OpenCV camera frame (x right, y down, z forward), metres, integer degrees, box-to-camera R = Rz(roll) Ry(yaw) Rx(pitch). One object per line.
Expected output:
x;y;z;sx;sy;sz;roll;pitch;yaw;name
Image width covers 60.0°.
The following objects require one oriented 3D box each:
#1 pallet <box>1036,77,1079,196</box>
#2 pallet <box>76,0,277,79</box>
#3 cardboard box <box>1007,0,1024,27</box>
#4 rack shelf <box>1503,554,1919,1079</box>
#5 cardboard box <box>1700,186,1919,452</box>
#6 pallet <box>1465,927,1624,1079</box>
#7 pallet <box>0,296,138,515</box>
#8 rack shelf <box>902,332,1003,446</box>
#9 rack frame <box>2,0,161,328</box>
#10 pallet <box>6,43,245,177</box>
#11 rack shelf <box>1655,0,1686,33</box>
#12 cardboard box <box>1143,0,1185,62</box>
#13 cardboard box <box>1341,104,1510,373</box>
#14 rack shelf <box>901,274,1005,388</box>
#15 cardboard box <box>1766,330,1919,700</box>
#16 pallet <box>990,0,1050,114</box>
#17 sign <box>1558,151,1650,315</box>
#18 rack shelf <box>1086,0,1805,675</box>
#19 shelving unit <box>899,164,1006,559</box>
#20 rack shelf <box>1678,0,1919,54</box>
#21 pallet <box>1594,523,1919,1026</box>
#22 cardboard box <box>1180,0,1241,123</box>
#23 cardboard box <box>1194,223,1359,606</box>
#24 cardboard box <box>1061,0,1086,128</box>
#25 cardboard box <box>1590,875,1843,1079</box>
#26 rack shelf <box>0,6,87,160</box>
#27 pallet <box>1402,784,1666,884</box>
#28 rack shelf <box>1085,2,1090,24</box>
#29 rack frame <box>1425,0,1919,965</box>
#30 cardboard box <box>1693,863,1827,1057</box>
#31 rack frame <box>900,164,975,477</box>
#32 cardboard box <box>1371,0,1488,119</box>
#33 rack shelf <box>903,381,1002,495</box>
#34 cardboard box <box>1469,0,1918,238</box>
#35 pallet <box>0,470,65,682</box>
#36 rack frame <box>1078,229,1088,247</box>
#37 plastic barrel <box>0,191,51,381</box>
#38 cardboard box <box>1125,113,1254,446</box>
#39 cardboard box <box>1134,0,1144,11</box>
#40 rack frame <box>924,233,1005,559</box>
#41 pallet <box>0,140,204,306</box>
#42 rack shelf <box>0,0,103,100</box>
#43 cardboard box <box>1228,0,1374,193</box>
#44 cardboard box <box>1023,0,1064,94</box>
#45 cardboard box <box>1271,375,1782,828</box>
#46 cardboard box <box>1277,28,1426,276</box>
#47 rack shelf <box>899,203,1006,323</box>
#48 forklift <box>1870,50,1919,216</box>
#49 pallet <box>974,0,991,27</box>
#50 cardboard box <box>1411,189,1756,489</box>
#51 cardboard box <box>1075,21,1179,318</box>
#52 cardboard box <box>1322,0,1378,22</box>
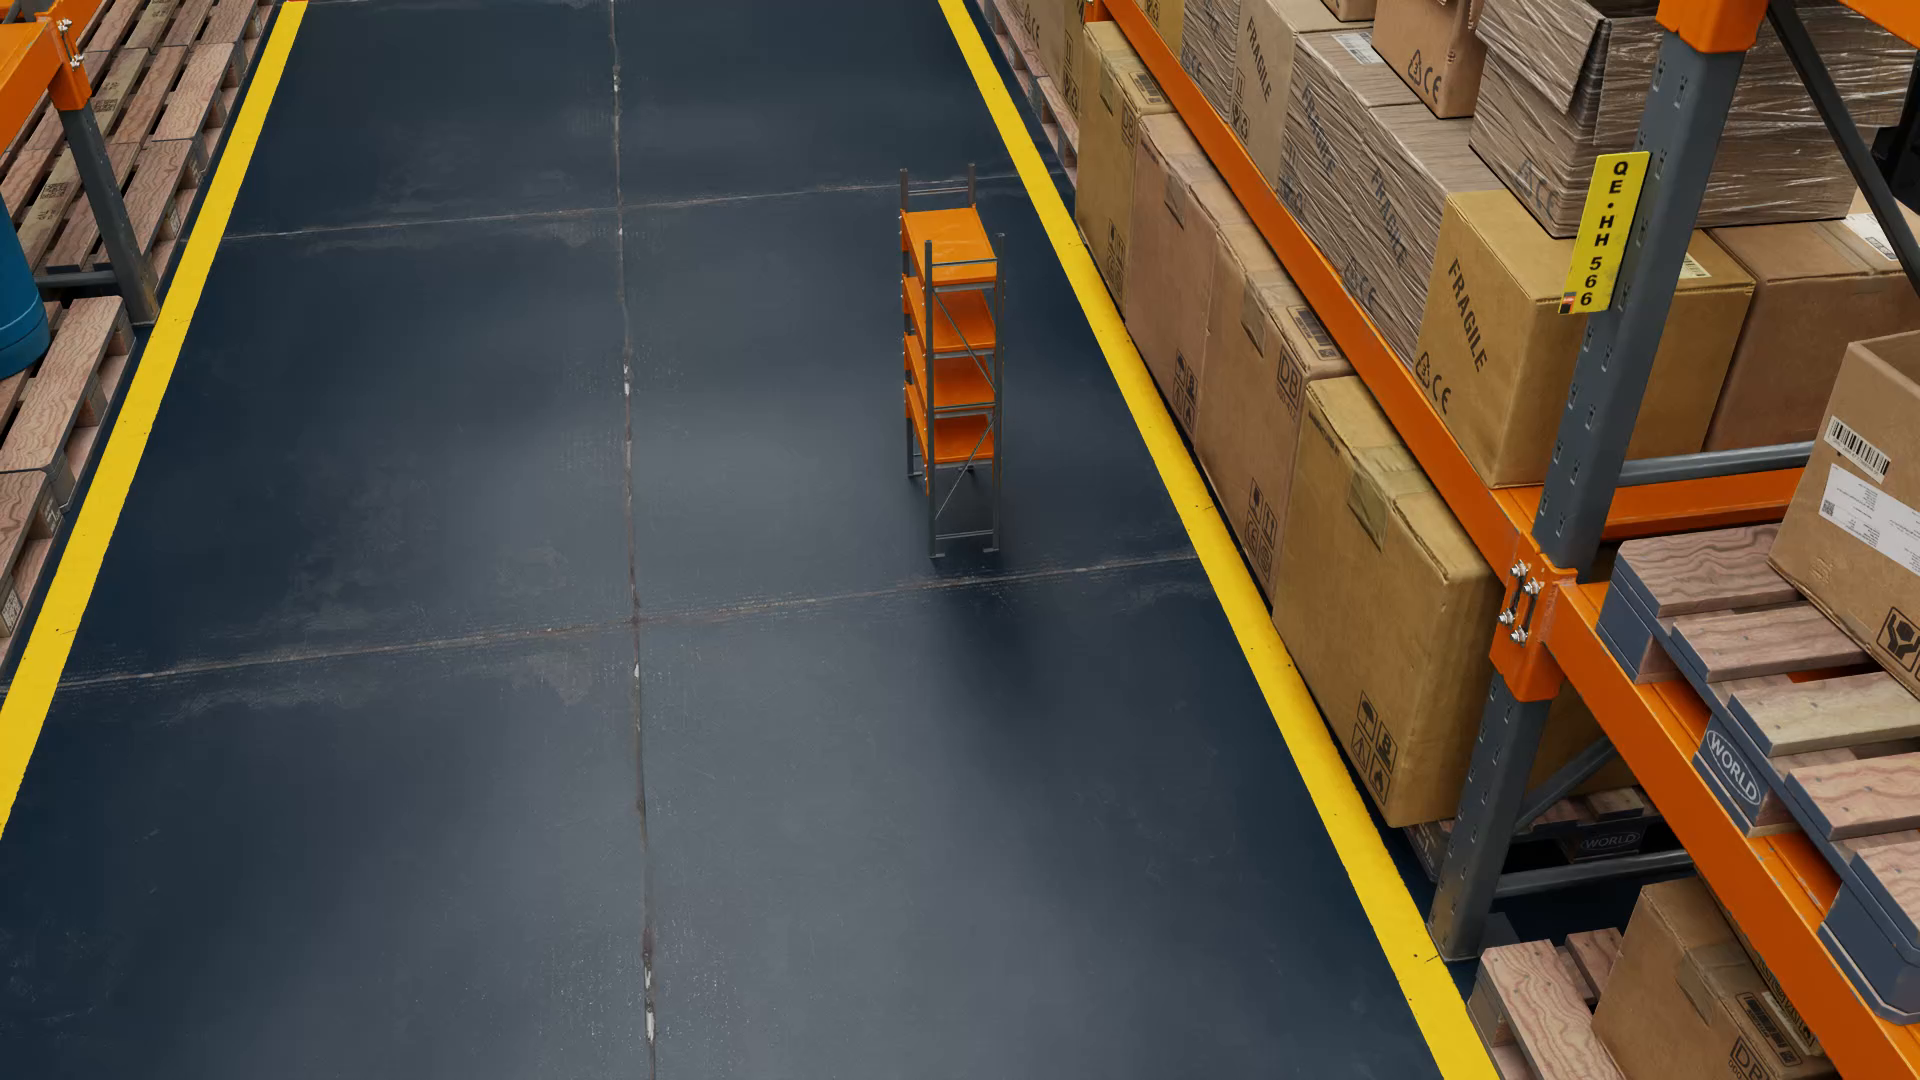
0.982;-1.953;8.092;1.003;0.211;1.213;-6;38;-8;pallet
-4.432;-2.866;9.267;1.003;0.211;1.213;-6;38;-8;pallet
0.688;-3.401;9.073;0.875;0.875;0.875;-6;38;-8;cardboard box
2.091;1.322;2.190;1.077;0.370;4.000;-6;38;-8;rack shelf
1.923;-0.533;3.909;0.500;0.500;0.500;-5;38;-7;cardboard box
1.876;1.403;3.772;1.003;0.211;1.213;-6;38;-8;pallet
-3.743;-0.482;6.198;1.003;0.211;1.213;-6;38;-8;pallet
-0.029;-0.521;5.552;0.258;0.148;0.480;-6;38;-8;rack shelf
-3.838;-2.054;5.948;1.000;3.000;0.127;-6;38;-8;rack frame
-4.222;-2.131;8.321;1.003;0.211;1.213;-6;38;-8;pallet
1.389;-2.279;4.380;1.077;0.370;4.000;-6;38;-8;rack shelf
0.962;-2.017;5.820;0.500;0.500;0.500;-6;38;-8;cardboard box
1.328;-0.783;4.231;0.500;0.500;0.500;-7;38;-8;cardboard box
-0.029;-0.697;5.415;0.258;0.148;0.480;-6;38;-8;rack shelf
1.874;-0.054;2.950;0.500;0.500;0.500;-11;39;-14;cardboard box
0.765;-2.691;9.042;1.003;0.211;1.213;-6;38;-8;pallet
1.194;-0.566;3.090;0.100;0.325;0.005;-6;38;-8;sign
1.389;-1.094;5.300;1.077;0.370;4.000;-6;38;-8;rack shelf
-0.029;-0.574;5.511;0.258;1.200;0.503;-6;38;-8;shelving unit
2.091;0.137;1.270;1.077;0.370;4.000;-6;38;-8;rack shelf
1.970;0.324;3.044;1.213;0.211;1.003;-6;38;-8;pallet
1.050;-1.715;5.431;0.500;0.500;0.500;-7;38;-9;cardboard box
1.491;-0.455;5.281;1.225;0.875;0.875;-6;38;-8;cardboard box
1.002;-2.320;7.681;0.875;0.875;0.875;-6;38;-8;cardboard box
1.877;1.046;3.638;0.700;0.500;0.500;-8;39;-10;cardboard box
-3.487;-0.561;4.614;1.077;0.370;4.000;-6;38;-8;rack shelf
1.676;0.447;5.003;1.003;0.211;1.213;-6;38;-8;pallet
0.688;-3.510;8.410;1.077;0.370;4.000;-6;38;-8;rack shelf
1.740;-0.170;3.524;1.000;3.000;0.127;-6;38;-8;rack frame
1.887;0.748;3.409;0.500;0.250;0.500;-5;38;-6;cardboard box
-0.072;-0.721;5.700;0.240;1.200;0.015;-6;38;-8;rack frame
1.516;-1.443;4.263;0.797;0.503;0.637;-5;38;-7;cardboard box
-0.029;-0.364;5.674;0.258;0.148;0.480;-6;38;-8;rack shelf
1.628;-1.049;3.756;0.797;0.503;0.637;-5;38;-6;cardboard box
-3.526;0.257;5.248;1.003;0.211;1.213;-6;38;-8;pallet
1.039;-2.586;6.634;1.000;3.000;0.127;-6;38;-8;rack frame
-3.759;-1.060;6.038;0.600;0.901;0.708;-6;38;-8;plastic barrel
1.328;-0.989;5.968;1.225;0.875;0.875;-7;38;-10;cardboard box
0.873;-2.321;6.211;0.500;0.500;0.500;-6;38;-8;cardboard box
0.014;-0.426;5.321;0.240;1.200;0.015;-6;38;-8;rack frame
-4.005;-1.392;7.370;1.003;0.211;1.213;-6;38;-8;pallet
-4.188;-2.977;7.724;1.077;0.370;4.000;-6;38;-8;rack shelf
1.145;-1.404;5.030;0.500;0.500;0.500;-6;38;-7;cardboard box
0.844;-2.864;8.381;0.875;0.875;0.875;-6;38;-8;cardboard box
1.640;0.084;4.587;1.225;0.875;0.875;-8;39;-10;cardboard box
1.234;-1.096;4.635;0.500;0.500;0.500;-7;38;-9;cardboard box
-0.029;-0.884;5.270;0.258;0.148;0.480;-6;38;-8;rack shelf
3.905;-2.227;6.228;1.130;2.935;3.031;-14;40;-17;forklift
0.555;-3.427;9.989;1.003;0.211;1.213;-6;38;-8;pallet
1.410;-0.481;3.843;0.500;0.500;0.500;-5;38;-7;cardboard box
1.171;-1.529;6.662;1.225;0.875;0.875;-6;38;-8;cardboard box
1.392;-1.848;4.784;0.797;0.503;0.637;-5;38;-6;cardboard box
